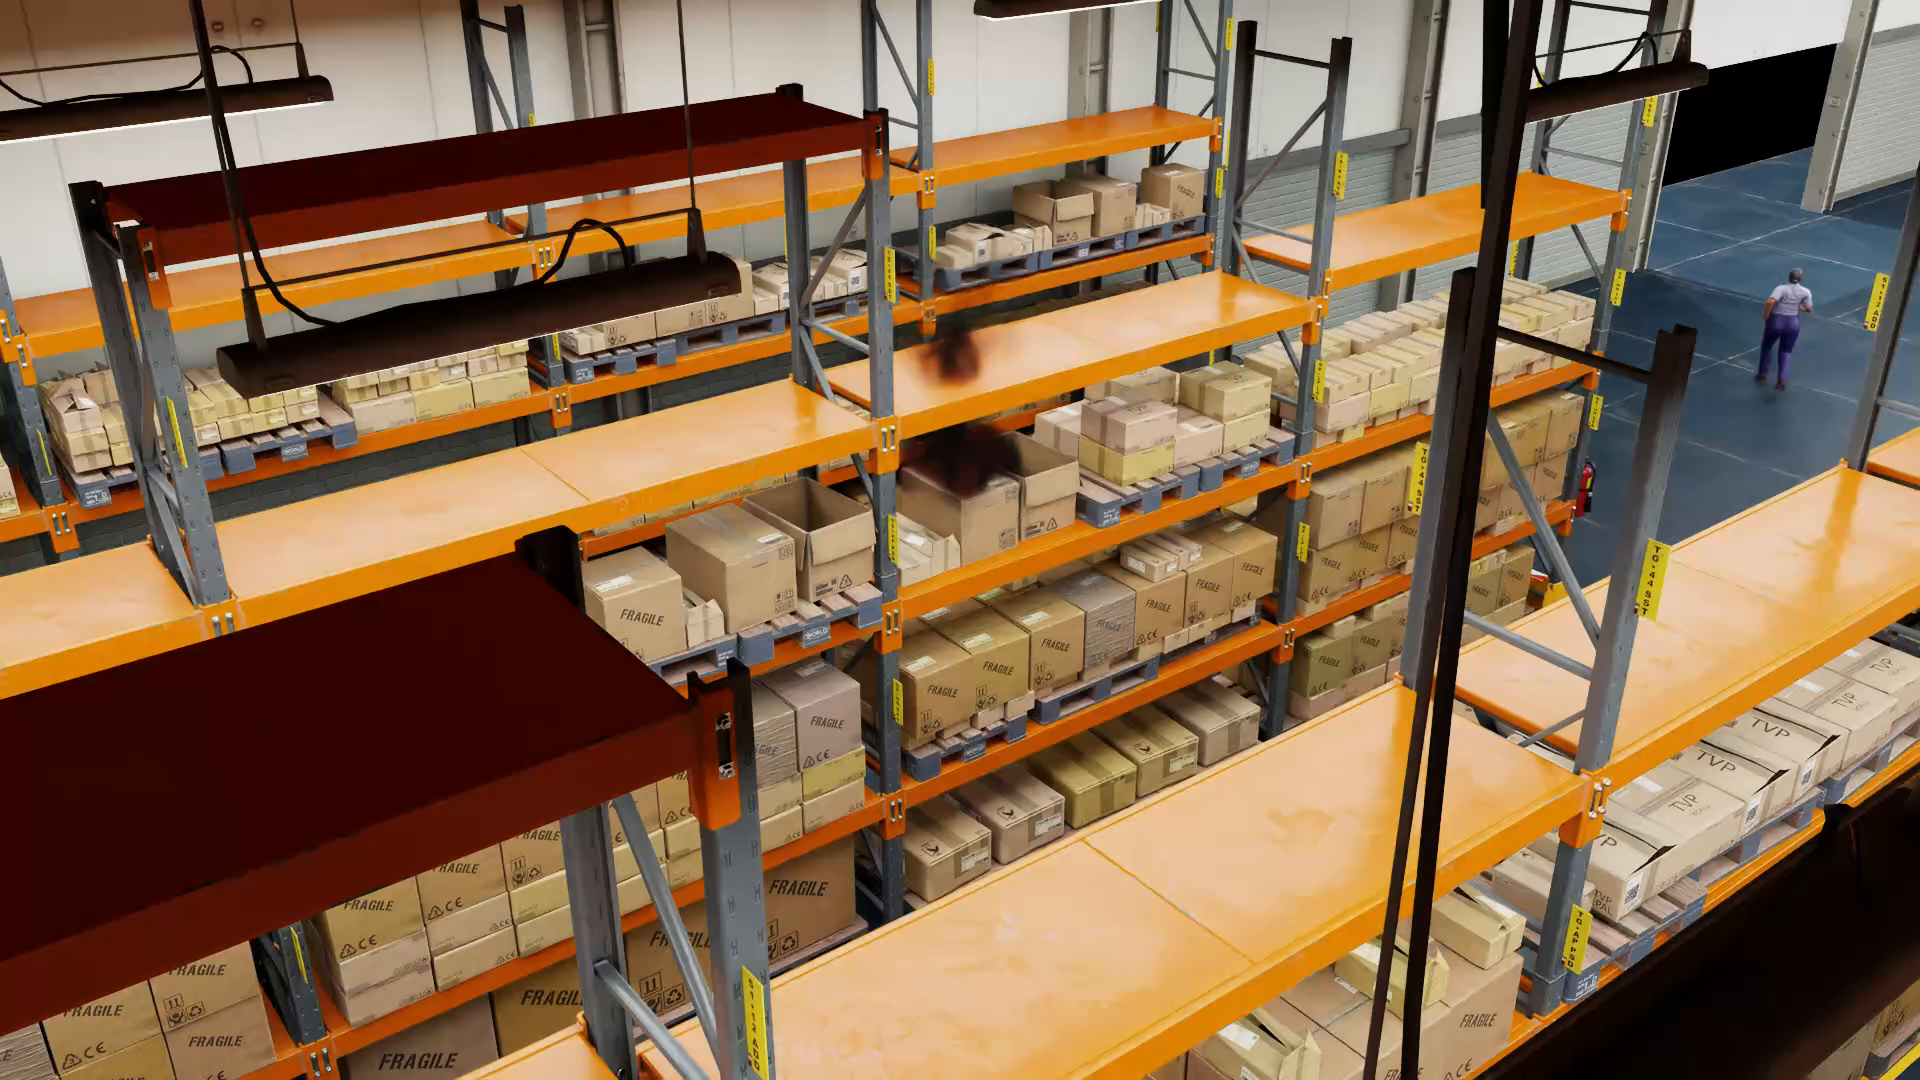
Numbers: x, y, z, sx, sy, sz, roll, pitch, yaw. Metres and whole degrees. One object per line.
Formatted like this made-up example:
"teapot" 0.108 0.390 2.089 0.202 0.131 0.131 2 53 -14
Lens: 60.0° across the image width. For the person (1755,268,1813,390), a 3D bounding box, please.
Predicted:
"person" 10.831 -2.752 21.885 0.614 1.668 0.805 8 27 15
